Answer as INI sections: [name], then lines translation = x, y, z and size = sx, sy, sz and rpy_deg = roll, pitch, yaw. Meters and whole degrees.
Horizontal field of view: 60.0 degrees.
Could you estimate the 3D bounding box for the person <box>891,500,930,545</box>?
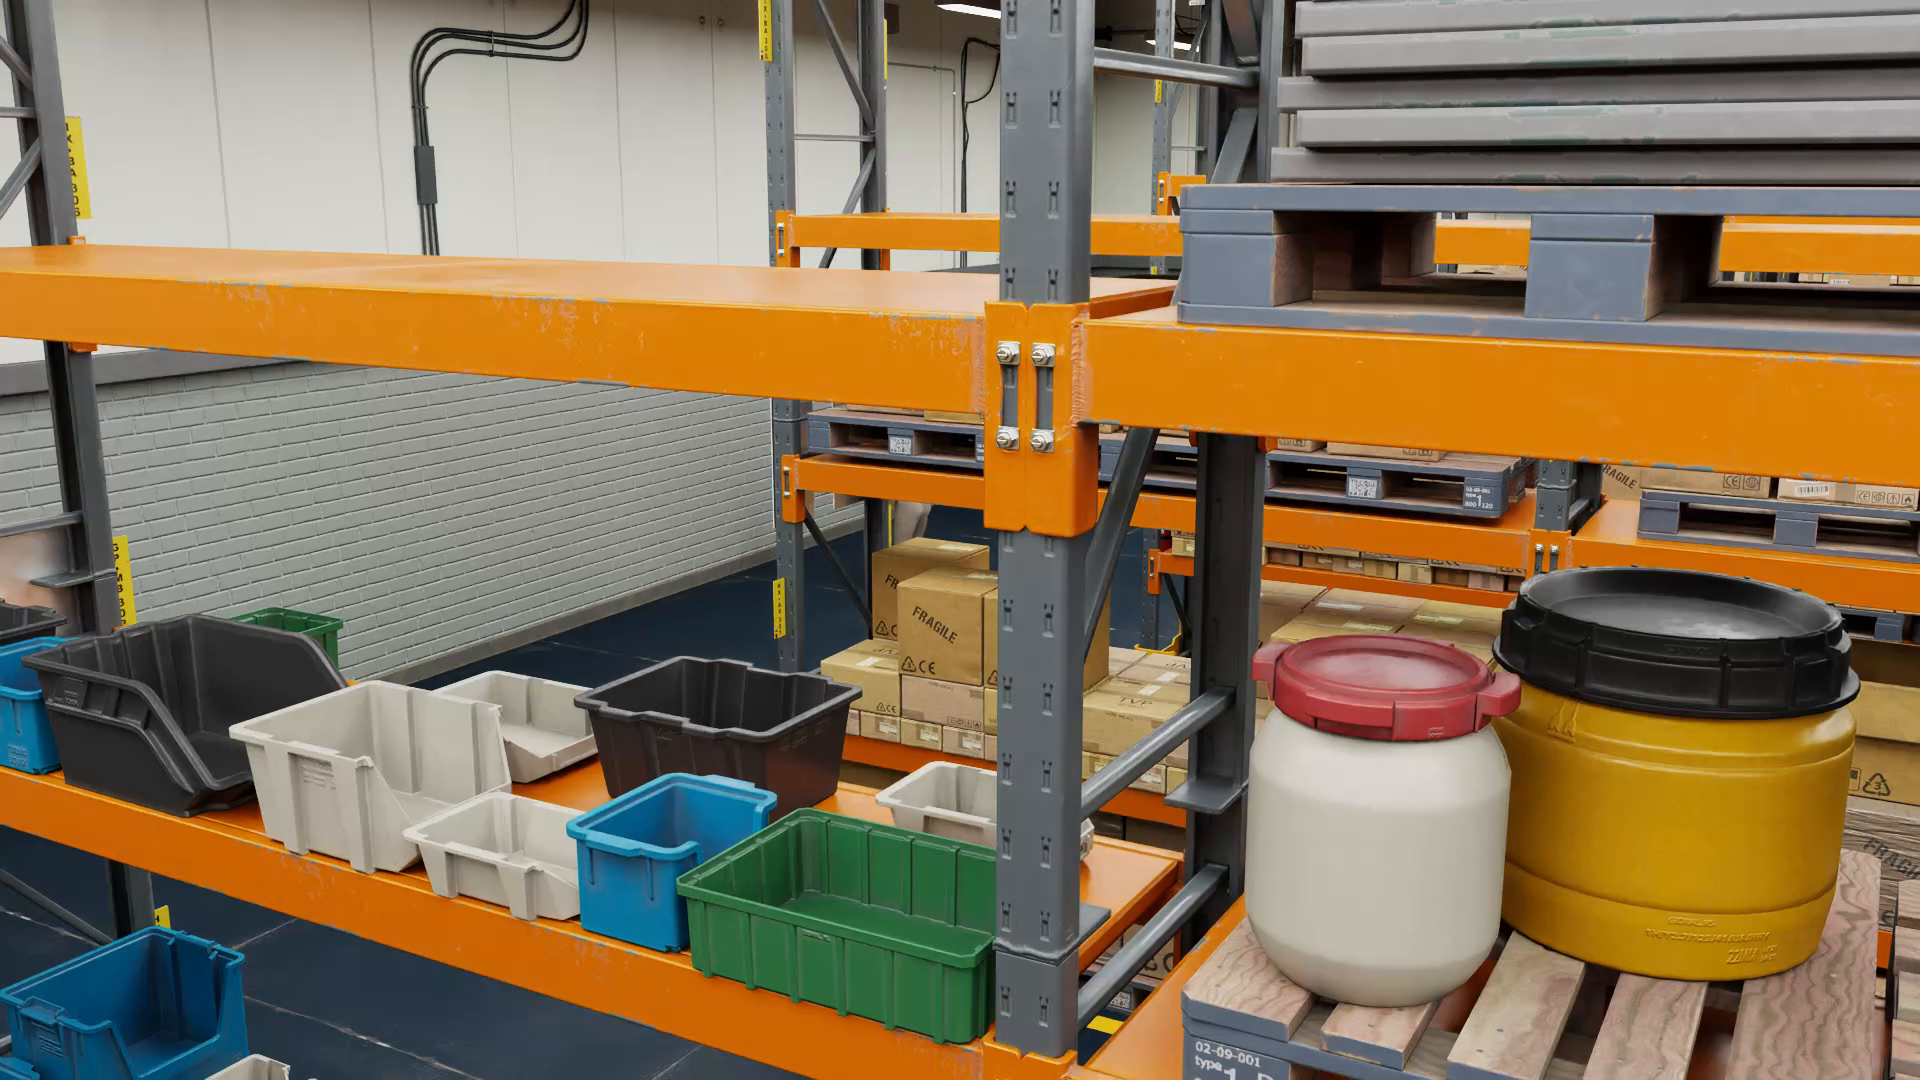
[person]
translation = -0.539, -0.363, 17.641
size = 0.385, 1.727, 0.594
rpy_deg = 6, 14, 27
